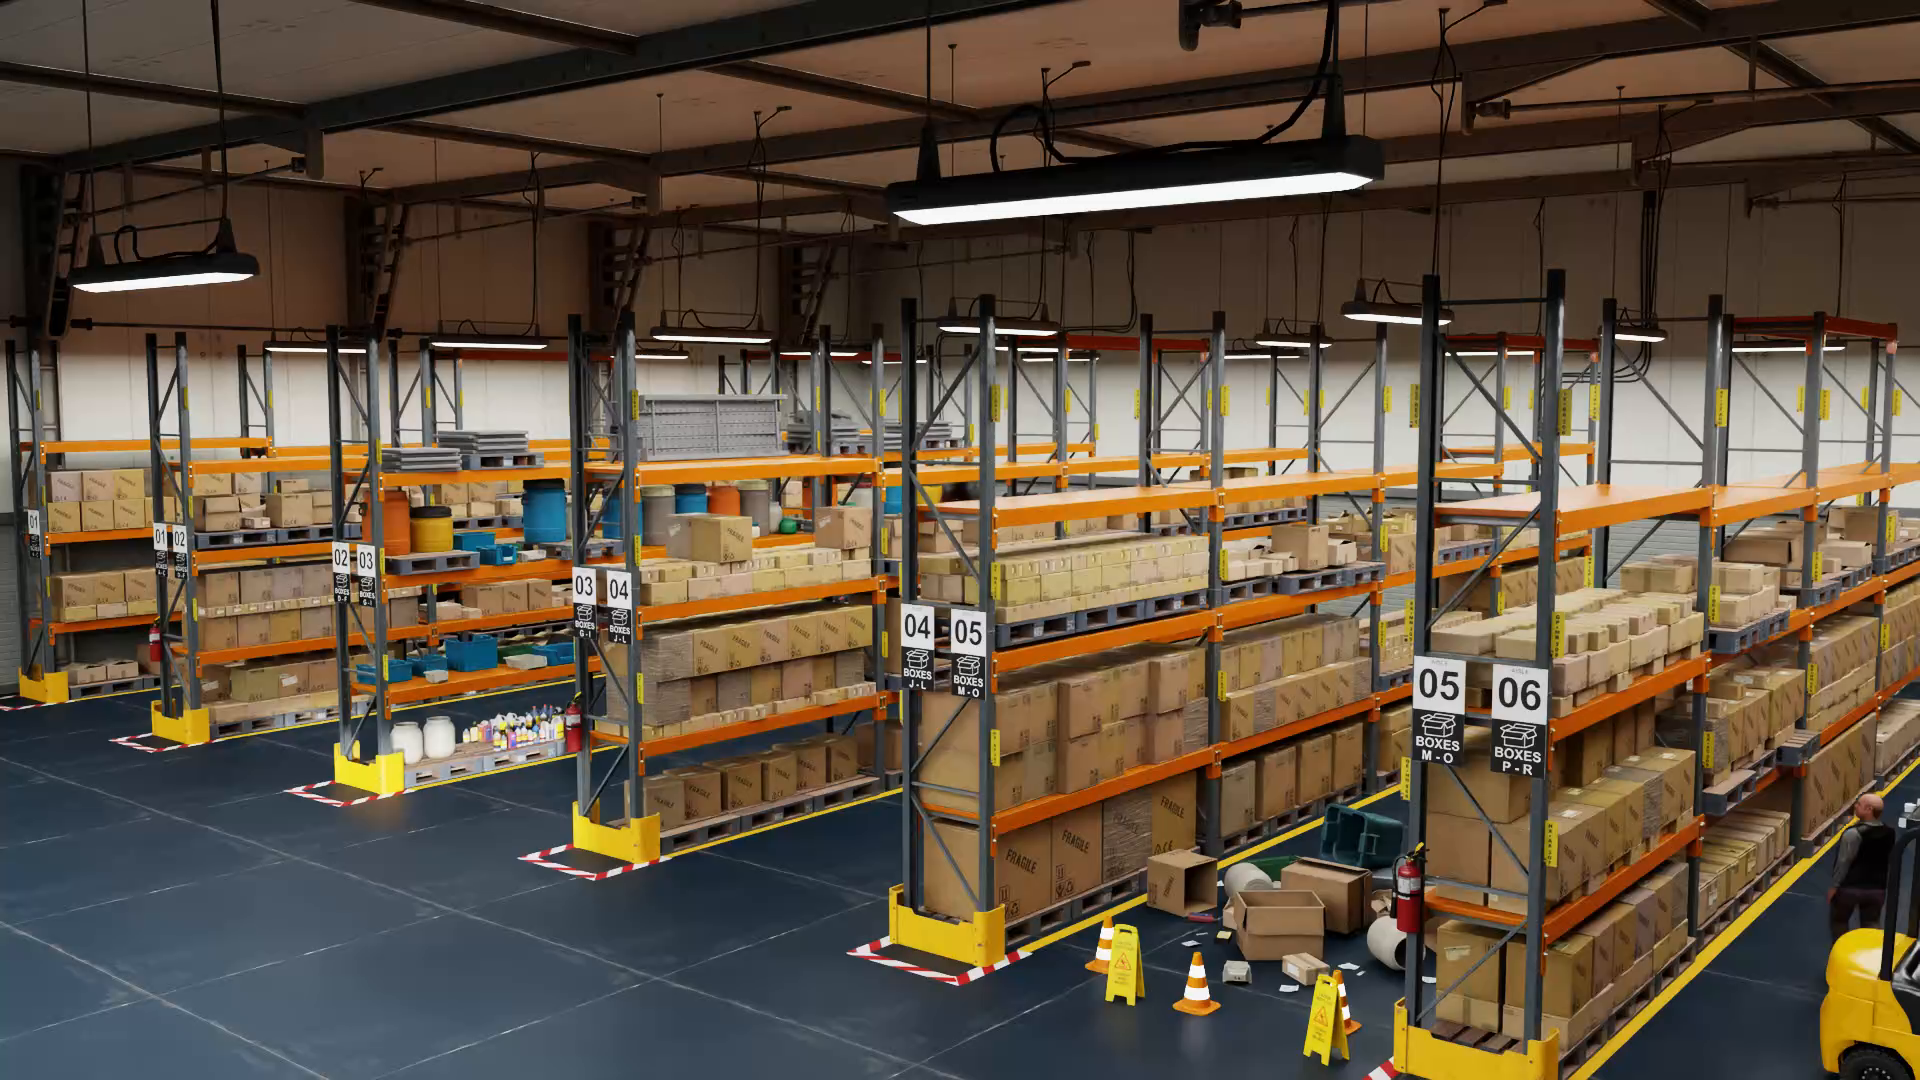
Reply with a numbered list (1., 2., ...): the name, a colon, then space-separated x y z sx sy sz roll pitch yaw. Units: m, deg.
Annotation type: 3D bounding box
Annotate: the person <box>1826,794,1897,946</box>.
1. person: 7.852 3.032 14.572 0.562 1.685 0.611 0 5 4
